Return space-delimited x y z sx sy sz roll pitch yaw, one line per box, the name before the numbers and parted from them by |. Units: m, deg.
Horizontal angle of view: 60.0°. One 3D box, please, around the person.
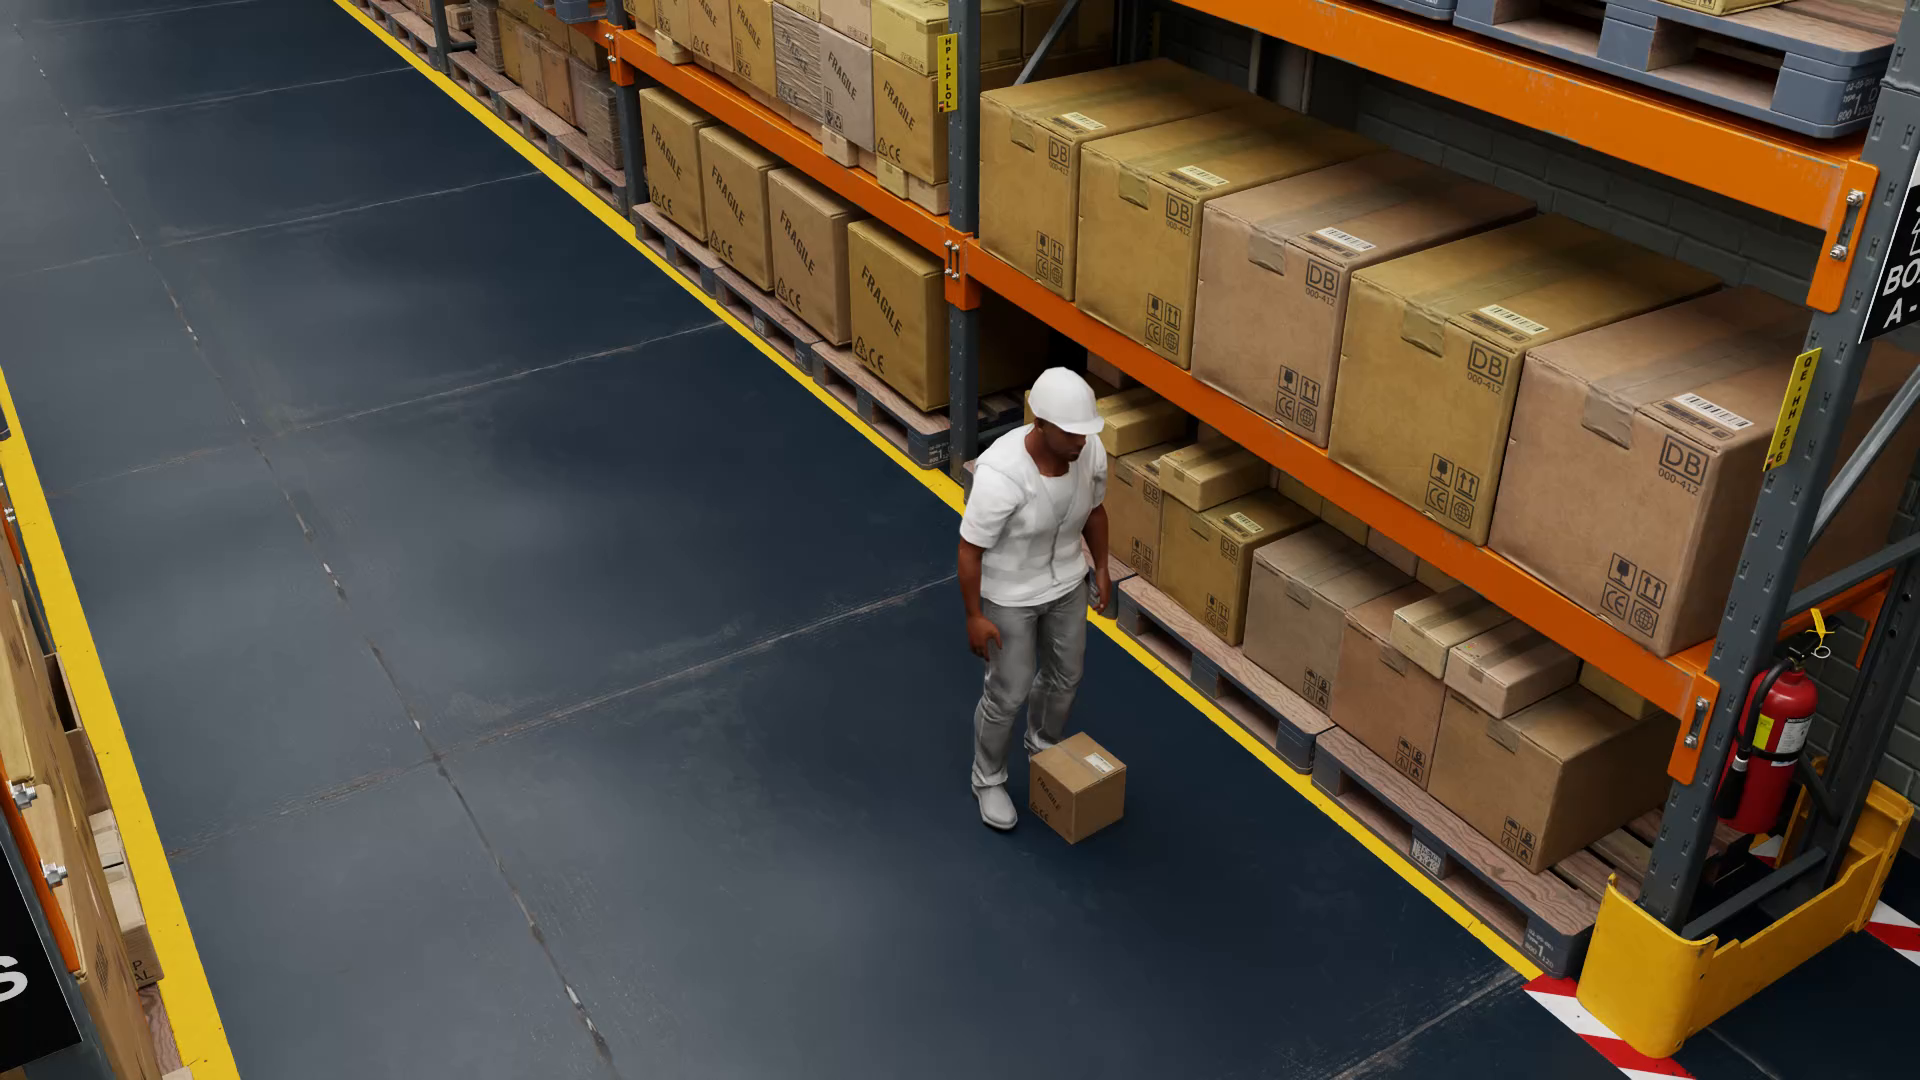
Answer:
person | 0.280 0.184 5.833 0.633 1.759 0.463 -21 38 -29
